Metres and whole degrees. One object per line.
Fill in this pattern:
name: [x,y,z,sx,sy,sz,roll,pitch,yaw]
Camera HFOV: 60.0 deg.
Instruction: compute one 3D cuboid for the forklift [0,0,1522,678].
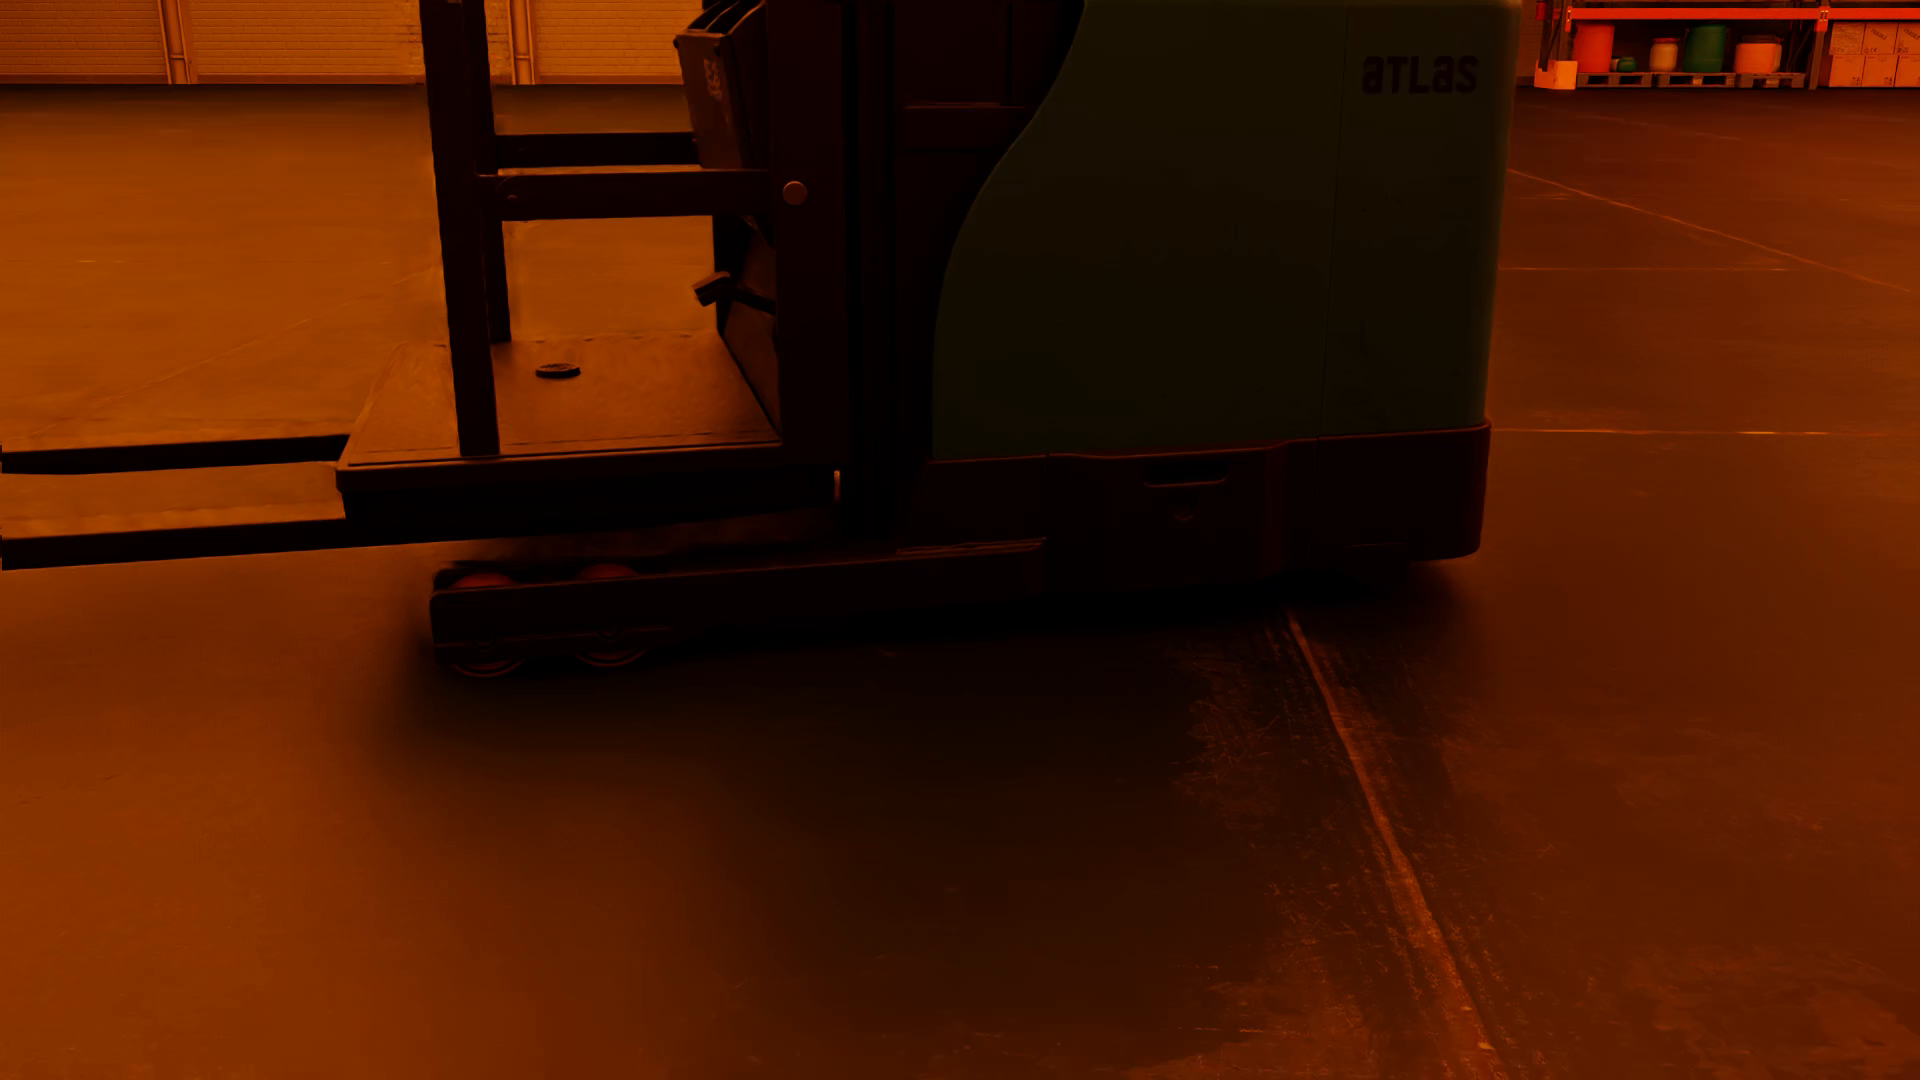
forklift: [-0.605,-1.351,2.780,3.031,2.935,1.130,-4,18,-13]
